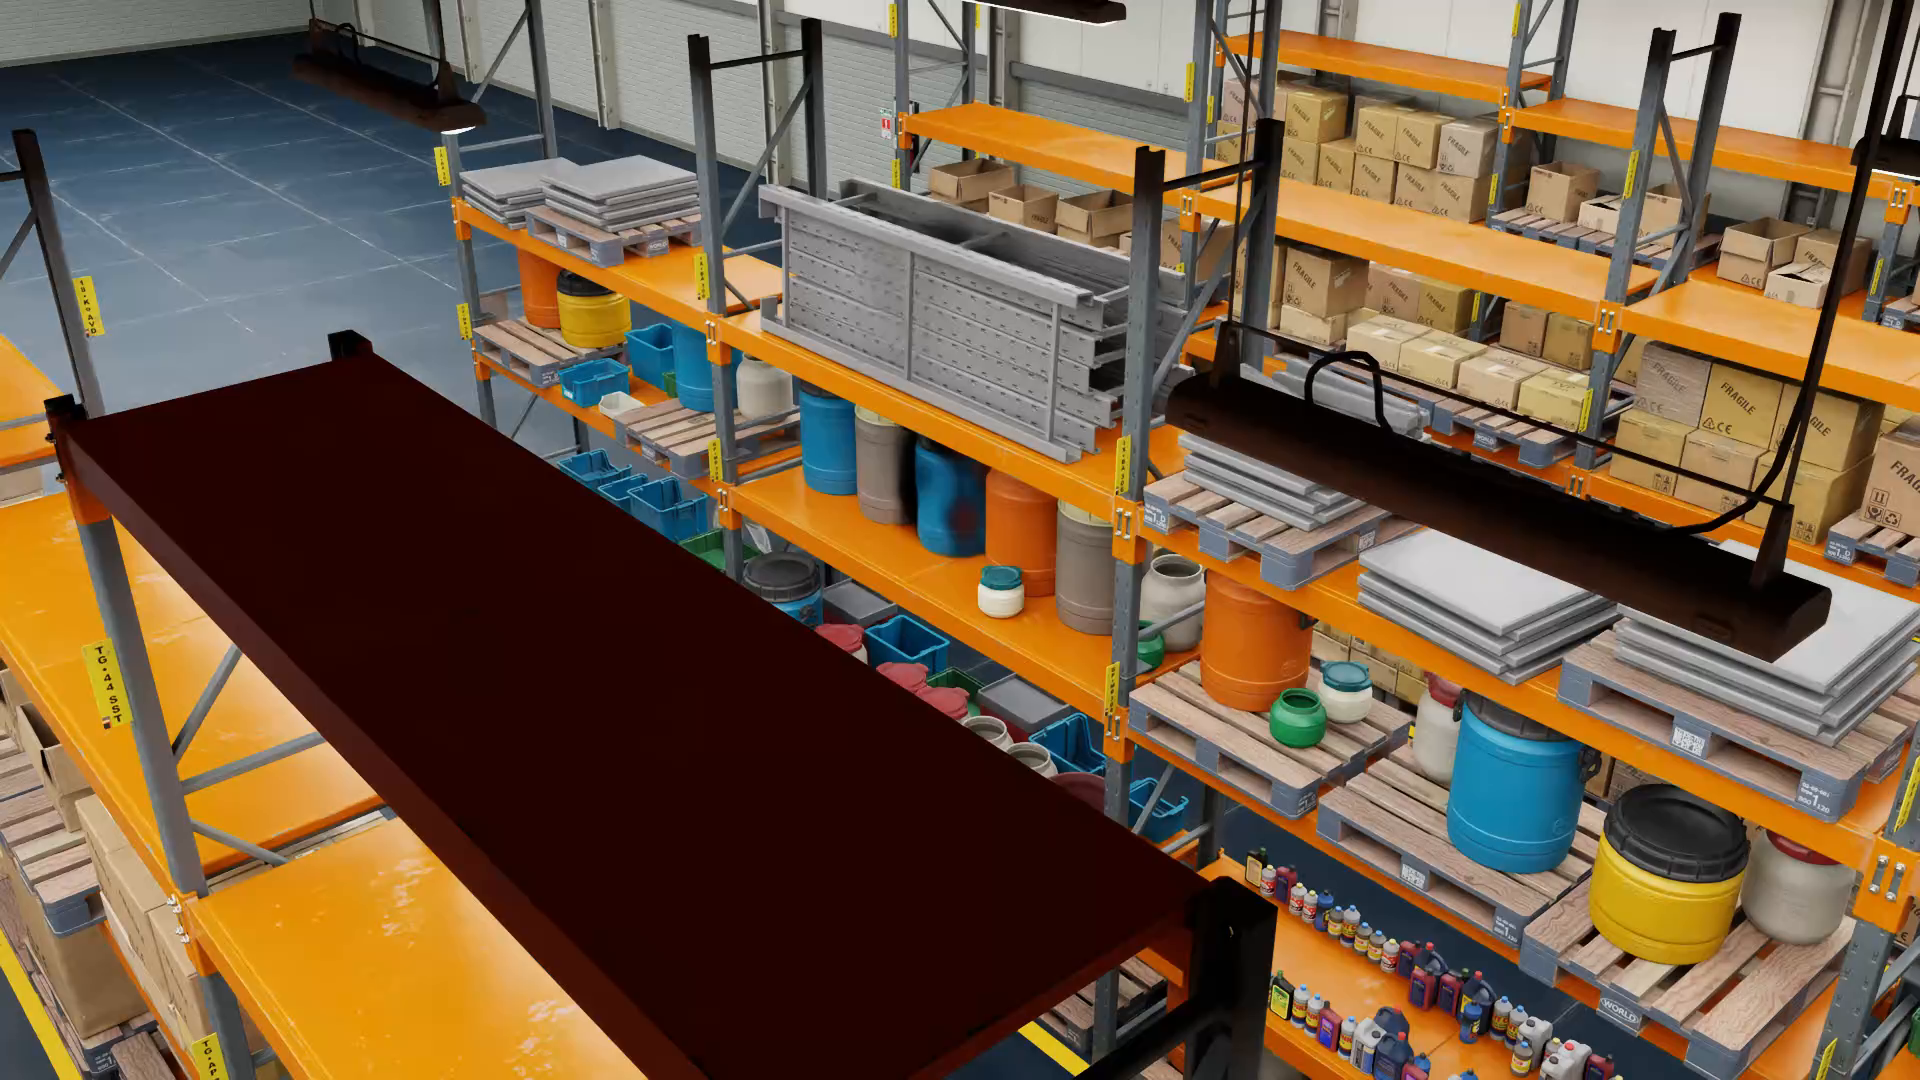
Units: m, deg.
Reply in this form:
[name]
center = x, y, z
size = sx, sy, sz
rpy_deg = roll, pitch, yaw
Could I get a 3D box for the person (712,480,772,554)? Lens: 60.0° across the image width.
[person]
center = -2.292, -0.505, 16.730
size = 0.730, 1.697, 0.566
rpy_deg = 1, 27, 2
